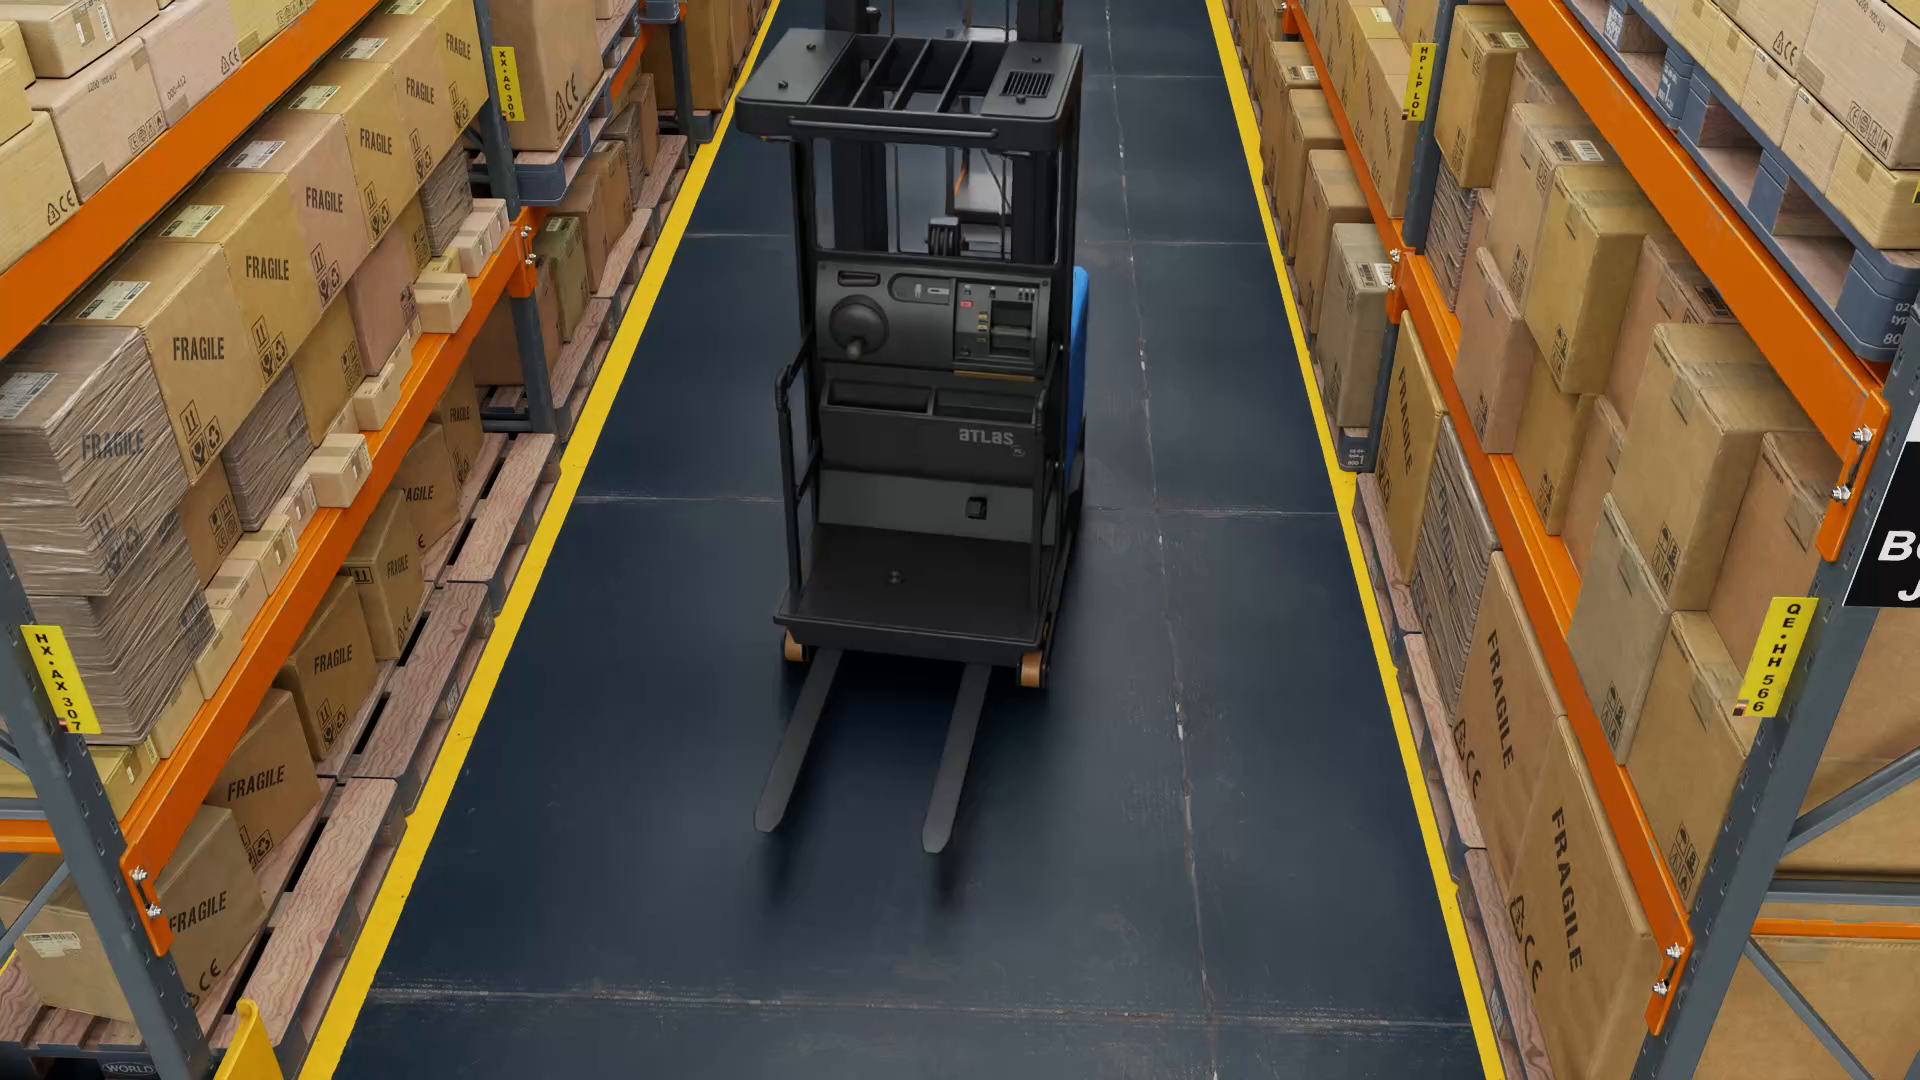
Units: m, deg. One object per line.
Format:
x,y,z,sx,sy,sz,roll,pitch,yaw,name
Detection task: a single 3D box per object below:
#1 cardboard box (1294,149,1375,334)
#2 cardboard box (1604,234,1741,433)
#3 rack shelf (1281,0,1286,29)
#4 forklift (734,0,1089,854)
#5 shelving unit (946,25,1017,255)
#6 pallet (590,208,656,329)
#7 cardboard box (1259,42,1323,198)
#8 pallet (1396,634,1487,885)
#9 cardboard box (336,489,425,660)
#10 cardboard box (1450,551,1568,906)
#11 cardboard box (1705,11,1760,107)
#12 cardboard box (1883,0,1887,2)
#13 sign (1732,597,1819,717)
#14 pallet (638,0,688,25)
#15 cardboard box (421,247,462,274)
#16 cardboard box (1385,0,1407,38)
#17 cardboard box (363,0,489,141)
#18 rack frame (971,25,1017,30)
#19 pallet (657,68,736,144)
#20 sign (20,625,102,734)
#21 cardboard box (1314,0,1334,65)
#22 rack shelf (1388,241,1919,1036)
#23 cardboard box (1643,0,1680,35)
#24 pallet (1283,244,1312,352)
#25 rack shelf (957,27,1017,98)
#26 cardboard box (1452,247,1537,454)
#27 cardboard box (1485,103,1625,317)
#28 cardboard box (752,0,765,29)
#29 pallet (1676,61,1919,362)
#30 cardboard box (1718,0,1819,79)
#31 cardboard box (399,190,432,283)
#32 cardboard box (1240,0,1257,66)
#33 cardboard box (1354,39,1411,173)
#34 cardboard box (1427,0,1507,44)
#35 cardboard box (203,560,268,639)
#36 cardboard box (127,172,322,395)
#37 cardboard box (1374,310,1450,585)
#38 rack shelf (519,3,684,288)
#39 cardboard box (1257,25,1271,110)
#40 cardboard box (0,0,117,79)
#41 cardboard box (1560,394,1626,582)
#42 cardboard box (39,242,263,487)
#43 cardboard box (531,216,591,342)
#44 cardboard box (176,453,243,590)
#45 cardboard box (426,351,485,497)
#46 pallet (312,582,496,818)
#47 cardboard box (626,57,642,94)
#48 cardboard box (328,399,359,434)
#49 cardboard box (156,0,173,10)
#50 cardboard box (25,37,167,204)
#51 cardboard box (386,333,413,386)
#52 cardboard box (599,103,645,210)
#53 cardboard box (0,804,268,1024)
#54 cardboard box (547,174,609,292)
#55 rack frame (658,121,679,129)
2.429,-1.617,9.033,1.050,0.750,0.750,1,35,2,cardboard box
2.432,-0.506,4.792,0.875,0.550,0.550,1,35,2,cardboard box
2.692,-4.605,12.320,1.077,0.370,4.000,1,35,2,rack shelf
-0.147,-0.814,6.359,1.121,2.935,3.031,6,35,8,forklift
5.895,-2.431,6.641,11.920,5.104,1.038,5,35,7,shelving unit
-2.425,-1.634,9.892,1.003,0.211,1.213,1,35,2,pallet
2.498,-2.654,10.509,1.050,0.750,0.750,1,35,1,cardboard box
2.296,0.826,6.391,1.003,0.211,1.213,1,35,2,pallet
-2.518,0.142,6.747,0.500,0.500,0.500,-2,35,-2,cardboard box
2.285,0.646,5.704,0.875,0.875,0.875,1,35,1,cardboard box
1.997,-1.128,3.904,0.380,0.149,0.250,2,35,2,cardboard box
1.977,-1.162,3.260,0.380,0.149,0.250,1,35,2,cardboard box
1.749,0.255,3.566,0.100,0.325,0.005,1,35,2,sign
-2.262,-3.433,10.193,1.213,0.211,1.003,1,35,2,pallet
-2.305,-1.106,6.934,0.380,0.149,0.250,1,35,2,cardboard box
2.505,-2.774,8.131,0.700,0.500,0.500,2,35,2,cardboard box
-2.244,-1.932,6.675,0.500,0.500,0.500,1,35,2,cardboard box
0.213,-1.625,8.236,0.380,1.831,0.006,5,35,7,rack frame
-2.233,-3.234,12.167,1.003,0.211,1.213,1,35,2,pallet
-2.119,0.331,3.917,0.100,0.325,0.005,1,35,2,sign
2.286,-2.958,9.263,0.500,0.500,0.500,1,35,2,cardboard box
2.371,-0.009,5.780,1.077,0.370,4.000,1,35,2,rack shelf
2.017,-1.420,4.320,0.380,0.149,0.250,2,35,2,cardboard box
2.453,-1.459,9.643,1.003,0.211,1.213,1,35,2,pallet
0.176,-2.170,7.573,0.368,0.174,0.457,5,35,7,rack shelf
2.310,-0.677,5.975,0.875,0.550,0.550,1,35,2,cardboard box
2.337,-1.119,5.663,0.875,0.550,0.550,1,35,2,cardboard box
-2.207,-6.295,15.047,1.225,1.489,5.750,0,35,0,cardboard box
2.310,-0.772,3.708,1.003,0.211,1.213,1,35,2,pallet
2.052,-1.230,3.702,0.500,0.250,0.500,1,35,2,cardboard box
-2.636,-1.244,6.566,0.875,0.500,0.500,1,35,2,cardboard box
2.407,-3.886,12.480,0.500,0.500,0.500,0,35,0,cardboard box
2.226,-2.090,8.028,0.500,0.500,0.500,1,35,1,cardboard box
2.465,-2.188,7.298,0.700,0.500,0.500,1,35,1,cardboard box
-2.368,0.187,5.094,0.380,0.149,0.250,1,35,2,cardboard box
-2.321,-0.783,5.040,0.500,0.500,0.500,1,35,2,cardboard box
2.356,-0.395,7.186,0.875,0.875,0.875,2,35,3,cardboard box
-2.420,-2.480,9.295,1.077,0.370,4.000,1,35,2,rack shelf
2.377,-3.284,11.622,0.500,0.500,0.500,1,35,2,cardboard box
-2.343,-1.258,4.107,0.380,0.149,0.250,3,35,4,cardboard box
2.409,-0.065,5.104,0.875,0.550,0.550,1,35,2,cardboard box
-2.340,-0.495,4.631,0.500,0.500,0.500,1,35,2,cardboard box
-2.416,-1.408,8.936,0.700,0.500,0.500,1,35,2,cardboard box
-2.711,-0.095,4.931,0.875,0.500,0.500,1,35,2,cardboard box
-2.557,-0.545,7.726,0.500,0.500,0.500,0,35,0,cardboard box
-2.538,0.605,6.705,1.003,0.211,1.213,1,35,2,pallet
-2.337,-3.002,10.551,0.500,0.250,0.500,3,35,4,cardboard box
-2.377,-0.389,5.913,0.380,0.149,0.250,1,35,2,cardboard box
-2.333,-1.555,4.529,0.380,0.149,0.250,0,35,0,cardboard box
-2.369,-1.060,4.171,0.500,0.250,0.500,1,35,1,cardboard box
-2.315,-0.675,6.320,0.380,0.149,0.250,1,35,2,cardboard box
-2.356,-2.376,10.314,0.700,0.500,0.500,-1,35,-2,cardboard box
-2.619,1.166,5.291,0.500,0.500,0.500,8,36,11,cardboard box
-2.394,-1.730,9.394,0.730,0.500,0.544,1,35,1,cardboard box
-2.337,-3.923,10.723,0.949,2.616,0.053,1,35,2,rack frame
